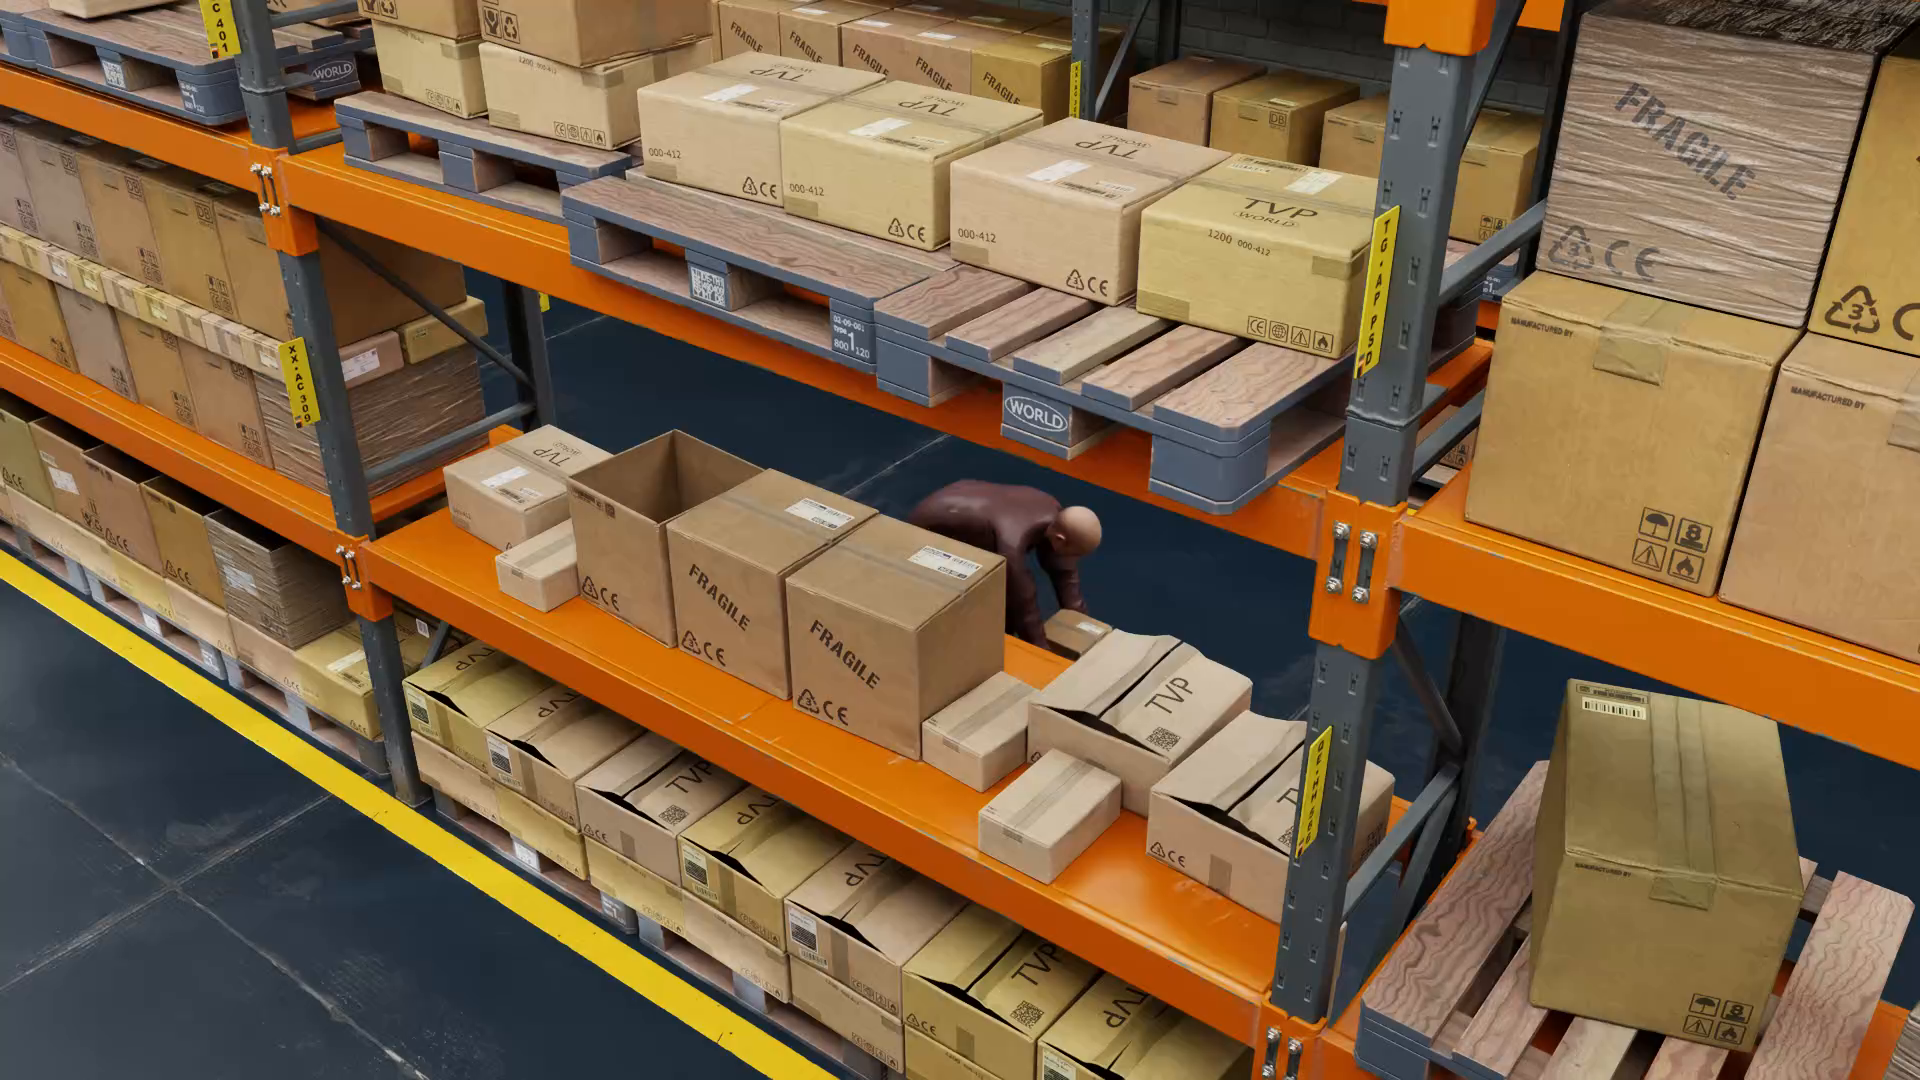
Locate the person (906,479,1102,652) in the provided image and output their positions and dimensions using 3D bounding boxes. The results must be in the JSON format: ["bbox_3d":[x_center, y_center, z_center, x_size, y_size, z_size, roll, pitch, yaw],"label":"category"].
[{"bbox_3d":[0.188,0.297,7.254,0.946,1.155,0.579,20,36,30],"label":"person"}]
